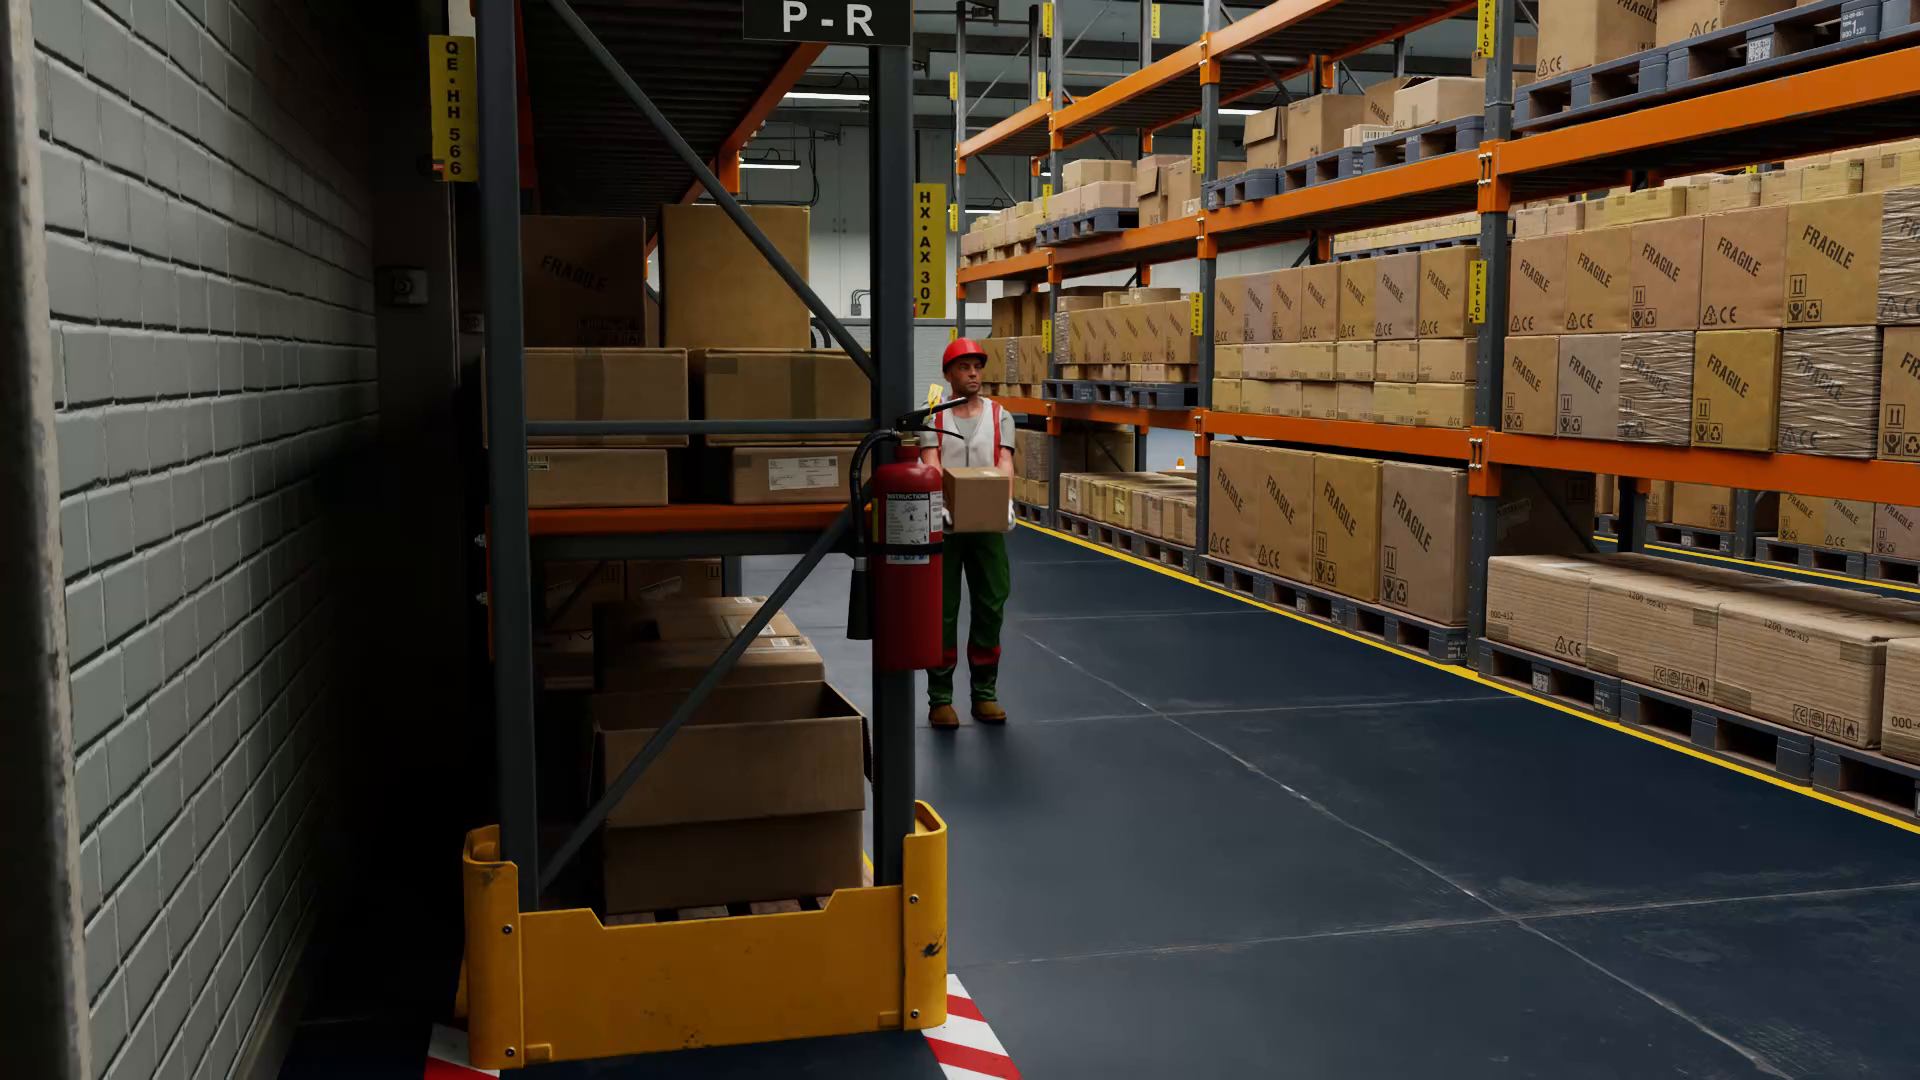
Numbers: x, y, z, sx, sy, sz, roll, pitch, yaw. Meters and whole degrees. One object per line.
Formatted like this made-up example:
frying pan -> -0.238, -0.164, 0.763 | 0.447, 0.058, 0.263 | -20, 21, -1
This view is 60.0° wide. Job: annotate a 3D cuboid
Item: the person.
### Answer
person -> 0.045, -0.036, 7.645 | 0.494, 1.783, 0.559 | -1, 6, -13
